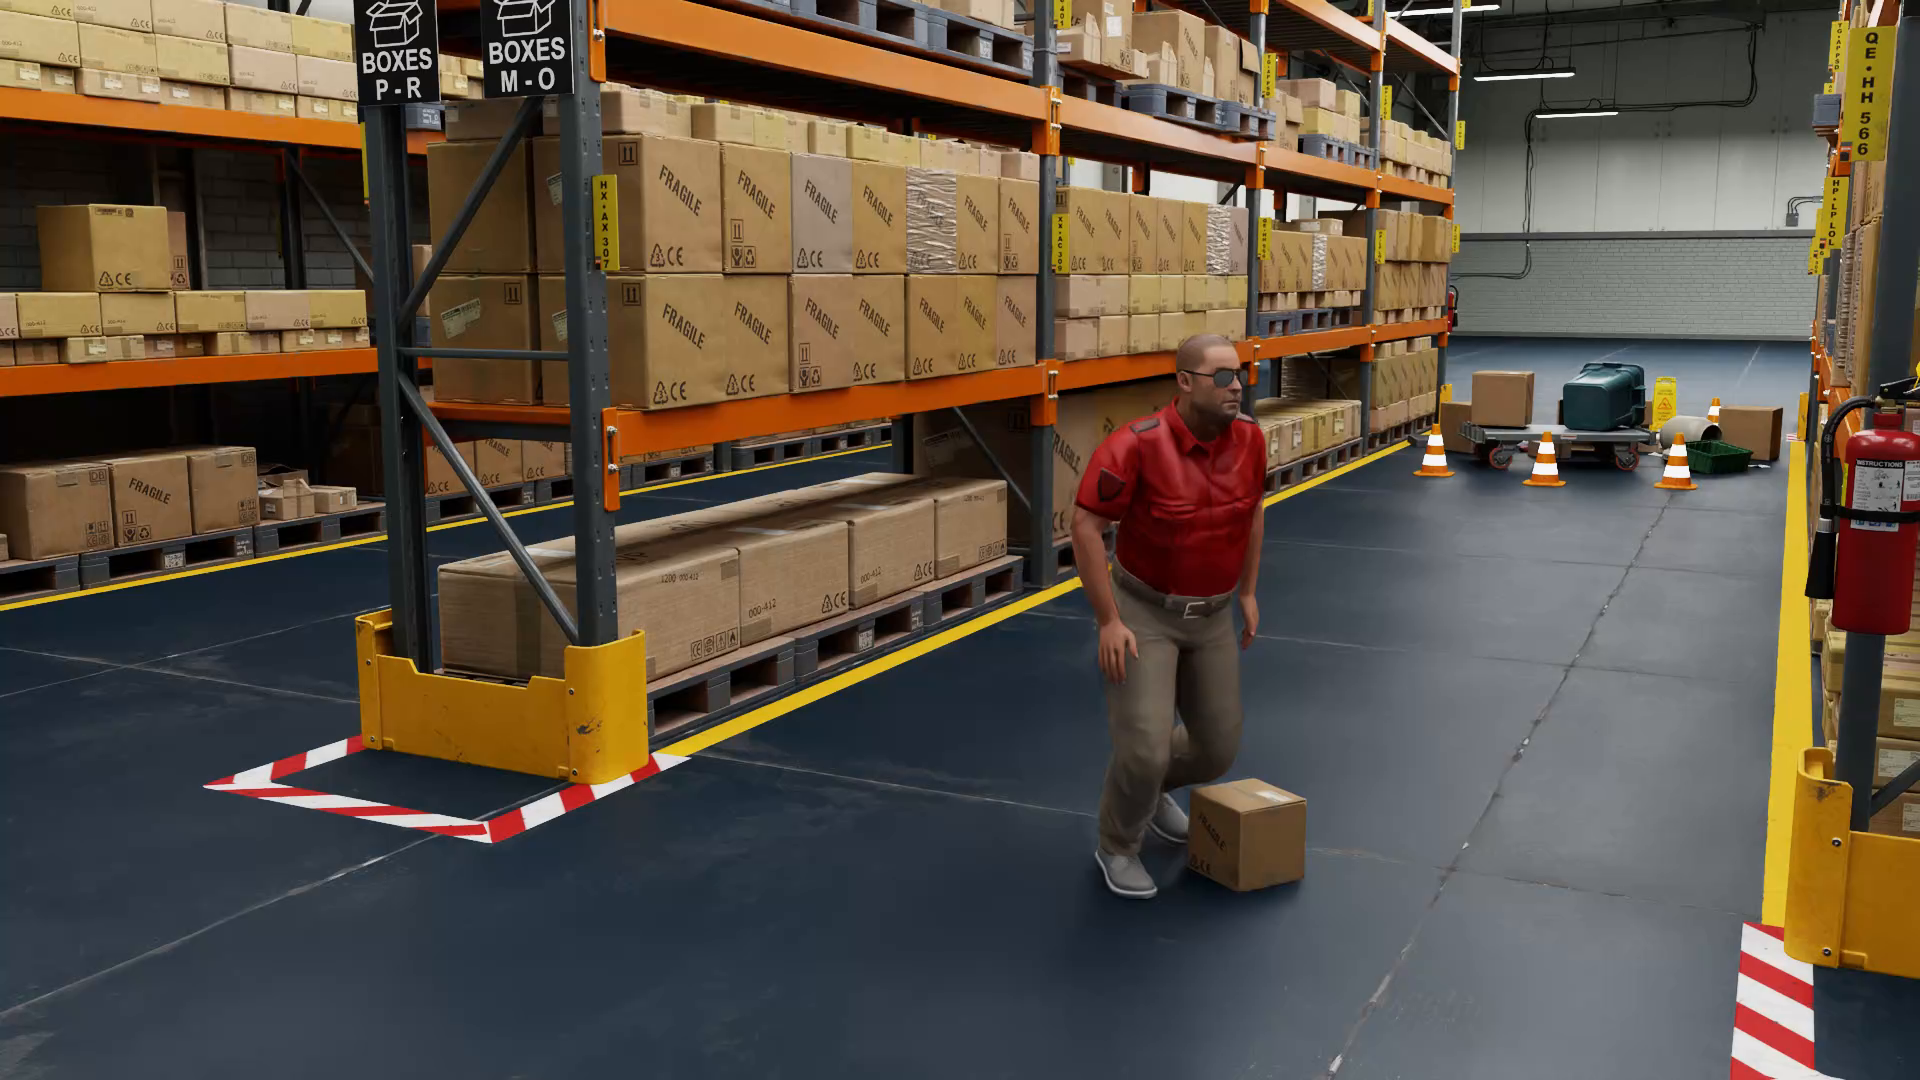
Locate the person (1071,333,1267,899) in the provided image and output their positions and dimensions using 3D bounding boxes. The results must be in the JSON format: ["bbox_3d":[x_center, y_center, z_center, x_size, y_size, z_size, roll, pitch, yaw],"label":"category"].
[{"bbox_3d":[0.582,0.212,4.888,0.695,1.641,0.718,-4,10,-24],"label":"person"}]
